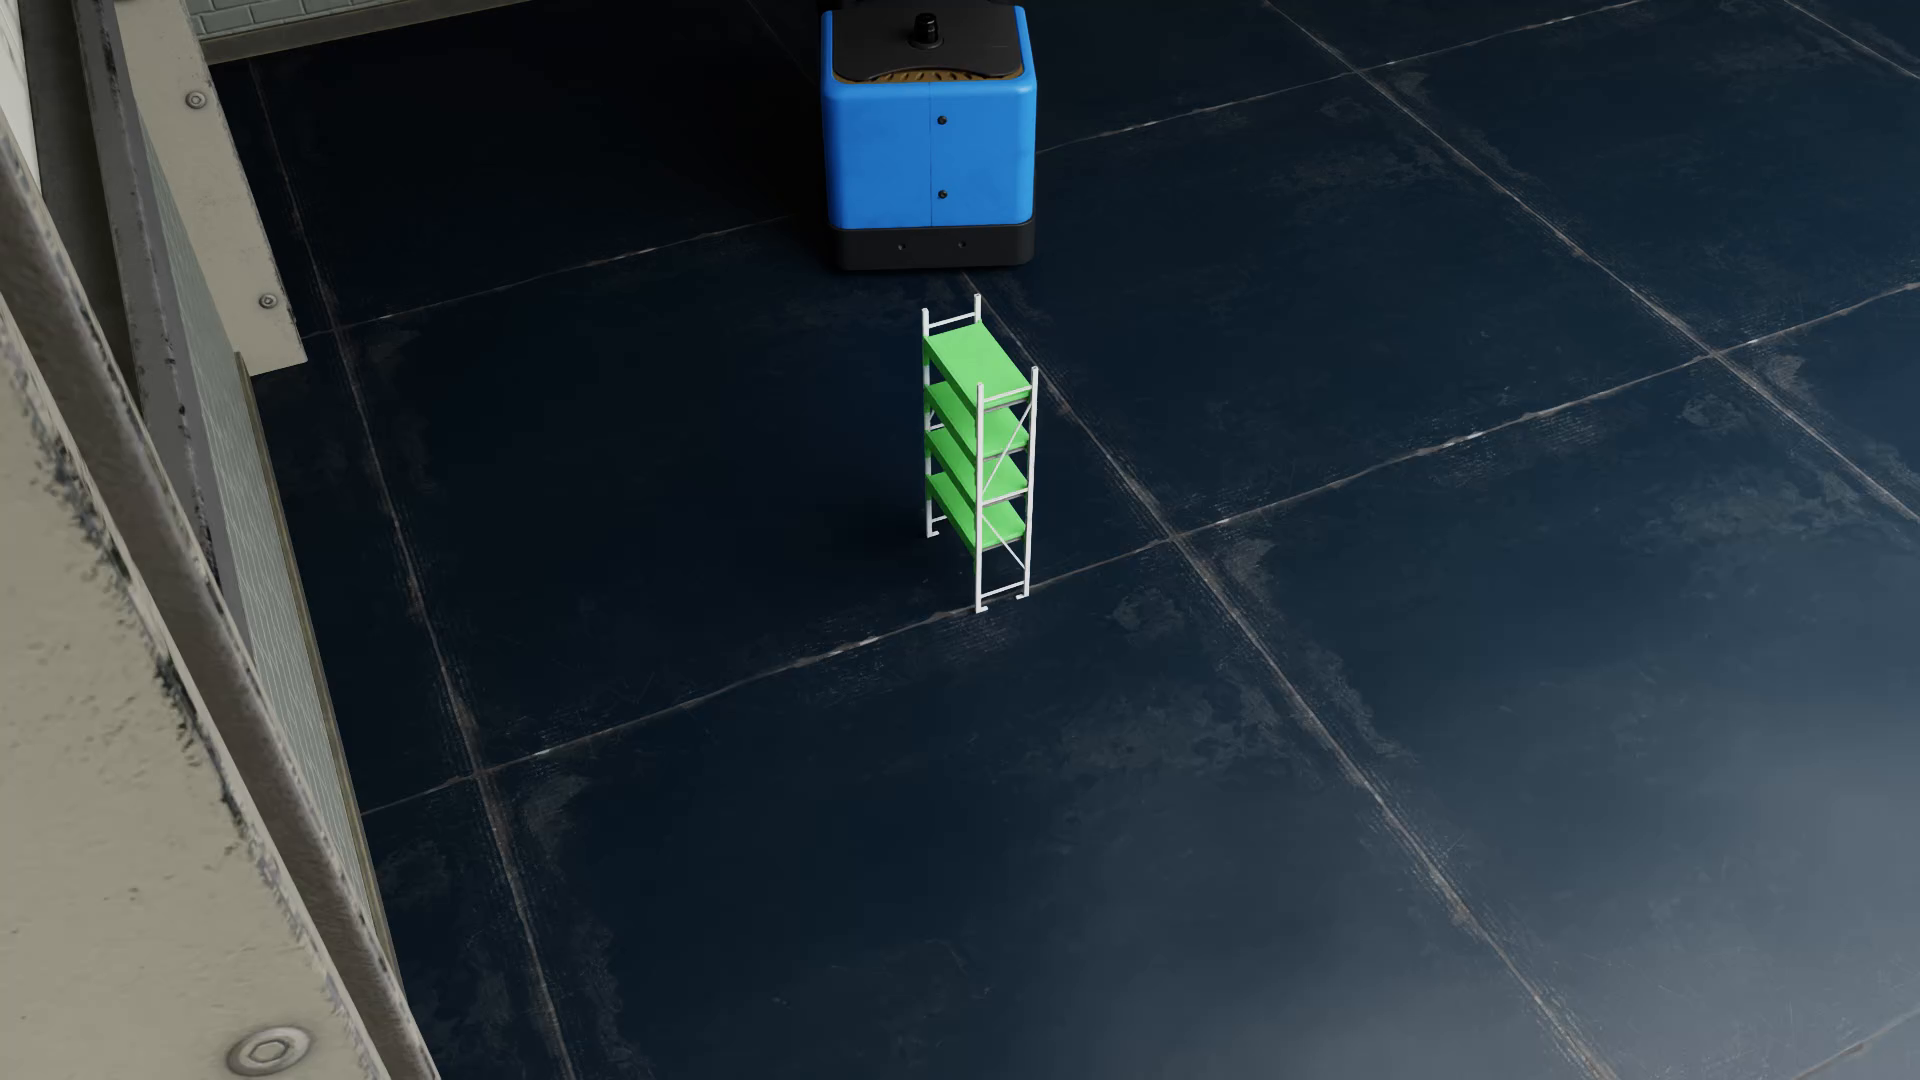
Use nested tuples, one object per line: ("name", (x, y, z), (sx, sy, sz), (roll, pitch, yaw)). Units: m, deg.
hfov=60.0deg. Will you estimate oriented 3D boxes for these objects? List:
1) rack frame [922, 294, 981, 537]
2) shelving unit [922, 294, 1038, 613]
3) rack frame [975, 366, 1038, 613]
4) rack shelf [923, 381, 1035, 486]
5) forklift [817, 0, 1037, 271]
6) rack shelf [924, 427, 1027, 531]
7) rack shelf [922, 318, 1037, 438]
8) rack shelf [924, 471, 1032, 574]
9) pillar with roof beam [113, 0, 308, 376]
("rack frame", (-0.033, -0.477, 6.748), (0.240, 1.200, 0.015), (-18, 47, -17))
("shelving unit", (0.070, -0.322, 6.591), (0.258, 1.200, 0.503), (-18, 47, -17))
("rack frame", (0.172, -0.166, 6.433), (0.240, 1.200, 0.015), (-18, 47, -17))
("rack shelf", (0.070, -0.447, 6.467), (0.258, 0.148, 0.480), (-18, 47, -17))
("forklift", (-0.222, -3.430, 8.508), (1.130, 2.935, 3.031), (-2, 45, -2))
("rack shelf", (0.070, -0.276, 6.635), (0.258, 0.148, 0.480), (-18, 47, -17))
("rack shelf", (0.070, -0.618, 6.298), (0.258, 0.148, 0.480), (-18, 47, -17))
("rack shelf", (0.070, -0.105, 6.804), (0.258, 0.148, 0.480), (-18, 47, -17))
("pillar with roof beam", (0.550, -5.414, 6.199), (9.100, 9.000, 0.400), (-18, 47, -17))
